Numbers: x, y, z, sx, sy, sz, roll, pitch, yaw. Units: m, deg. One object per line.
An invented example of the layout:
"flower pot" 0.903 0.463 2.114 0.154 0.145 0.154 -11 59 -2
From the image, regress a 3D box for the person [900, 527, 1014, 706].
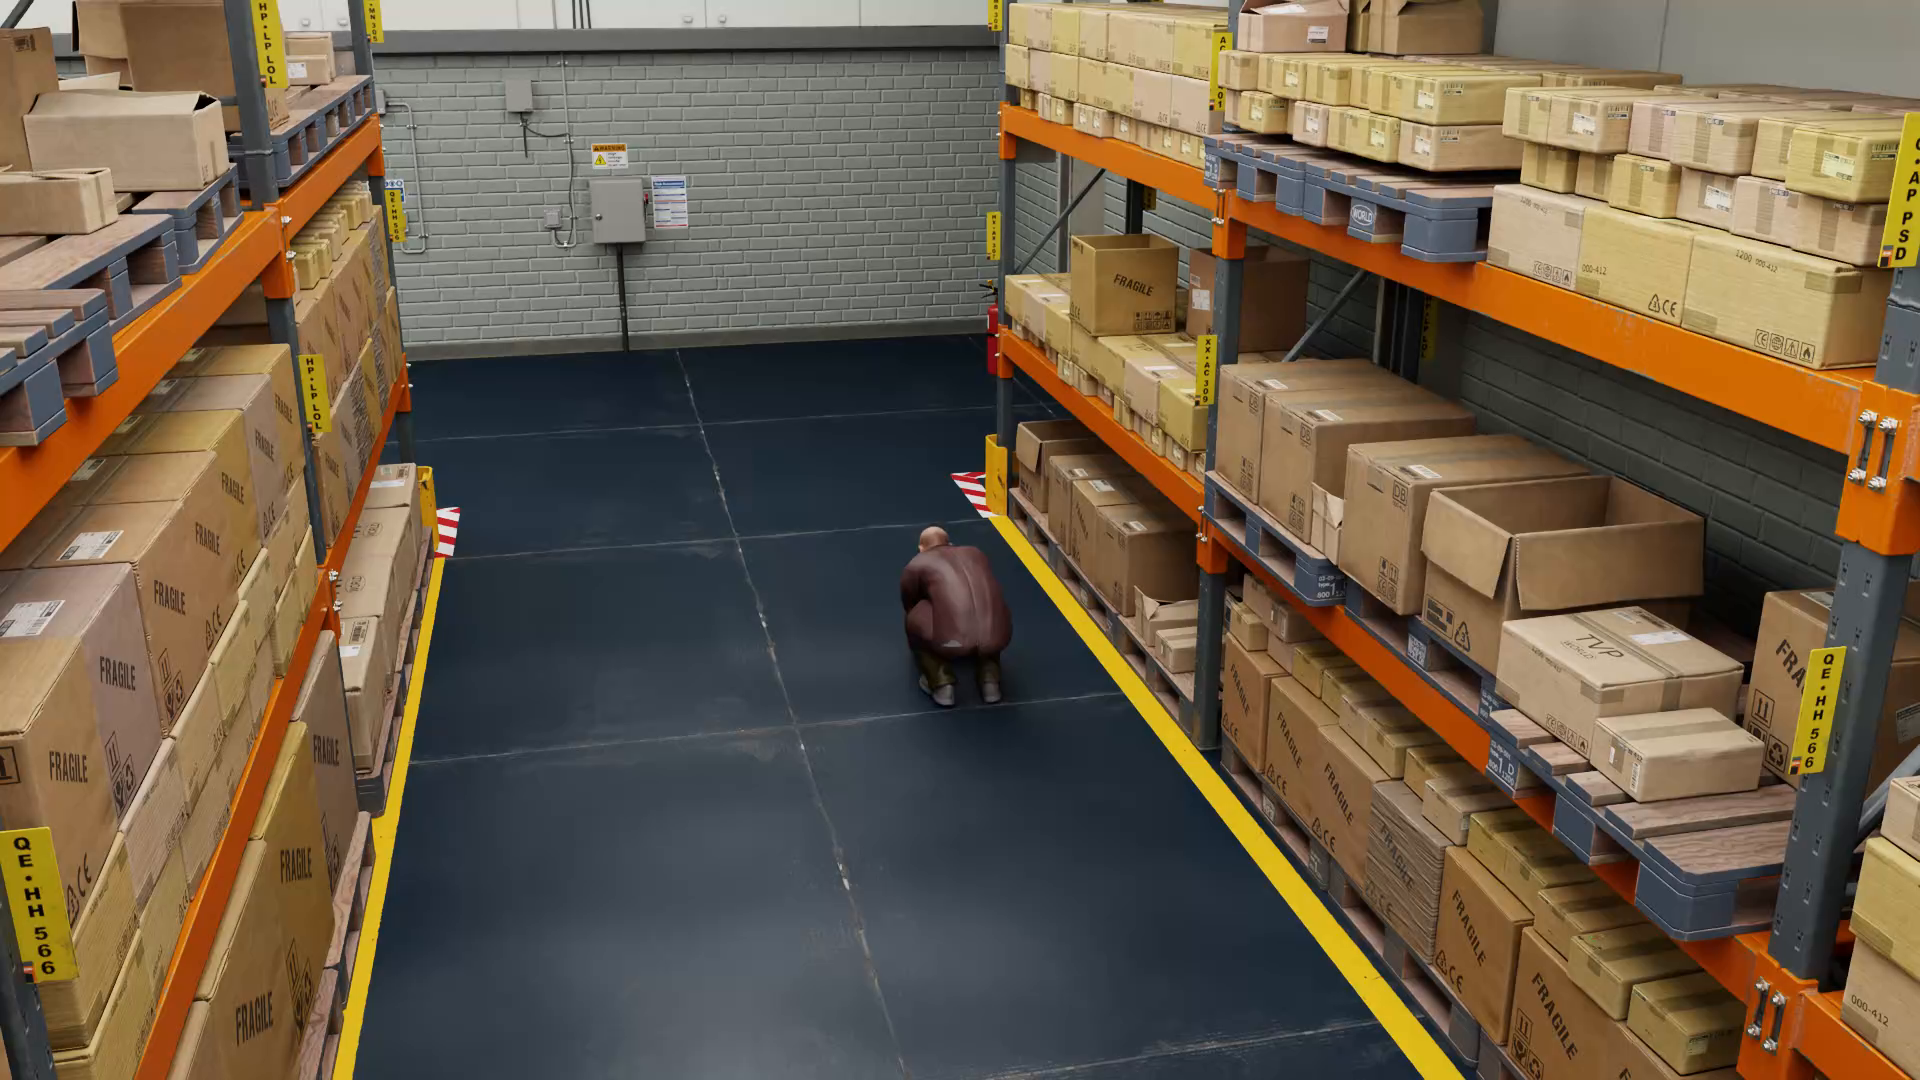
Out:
"person" -0.031 0.428 9.019 0.582 0.845 1.011 -4 20 -12
